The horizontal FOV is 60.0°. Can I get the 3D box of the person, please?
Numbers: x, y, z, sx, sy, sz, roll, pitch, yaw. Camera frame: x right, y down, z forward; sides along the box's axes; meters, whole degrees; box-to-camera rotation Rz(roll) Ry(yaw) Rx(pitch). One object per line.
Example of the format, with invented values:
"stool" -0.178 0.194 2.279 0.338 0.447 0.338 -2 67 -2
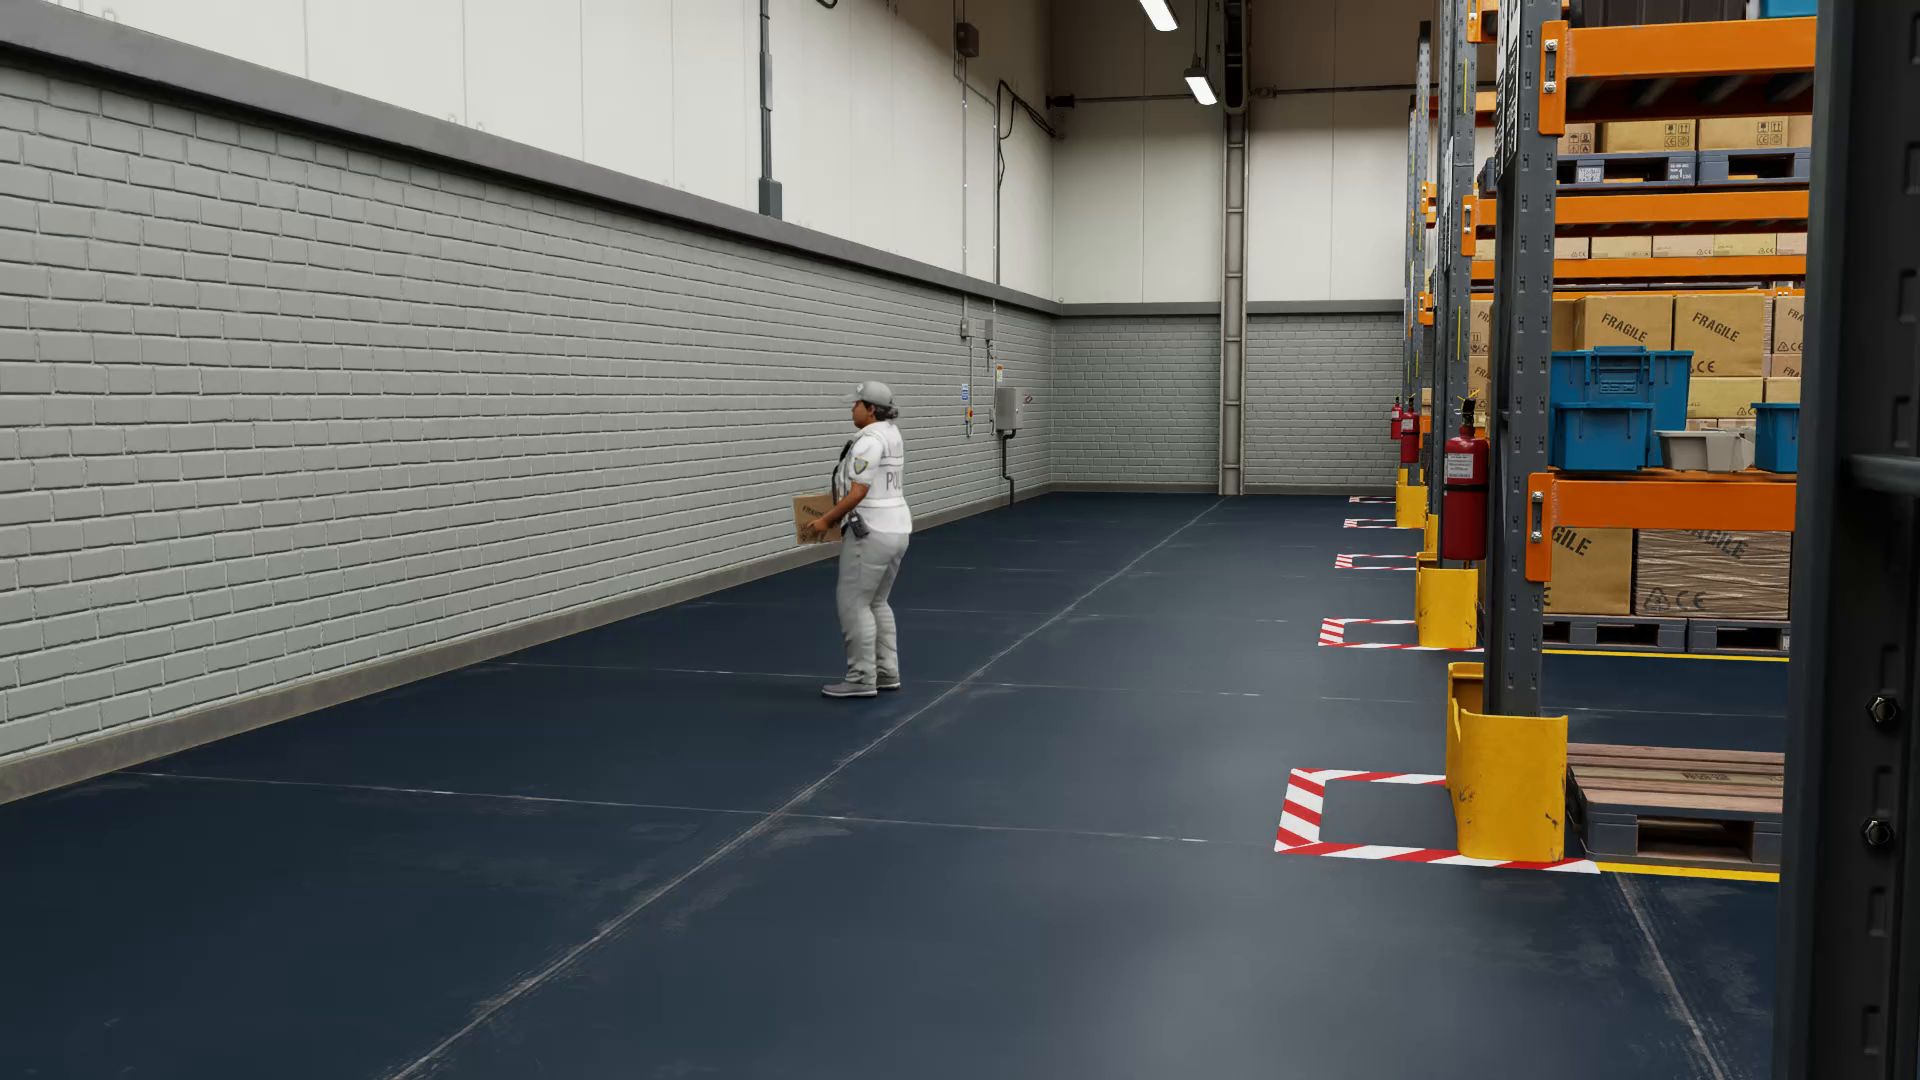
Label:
"person" -0.528 -0.010 8.845 0.523 1.668 0.480 1 5 13
